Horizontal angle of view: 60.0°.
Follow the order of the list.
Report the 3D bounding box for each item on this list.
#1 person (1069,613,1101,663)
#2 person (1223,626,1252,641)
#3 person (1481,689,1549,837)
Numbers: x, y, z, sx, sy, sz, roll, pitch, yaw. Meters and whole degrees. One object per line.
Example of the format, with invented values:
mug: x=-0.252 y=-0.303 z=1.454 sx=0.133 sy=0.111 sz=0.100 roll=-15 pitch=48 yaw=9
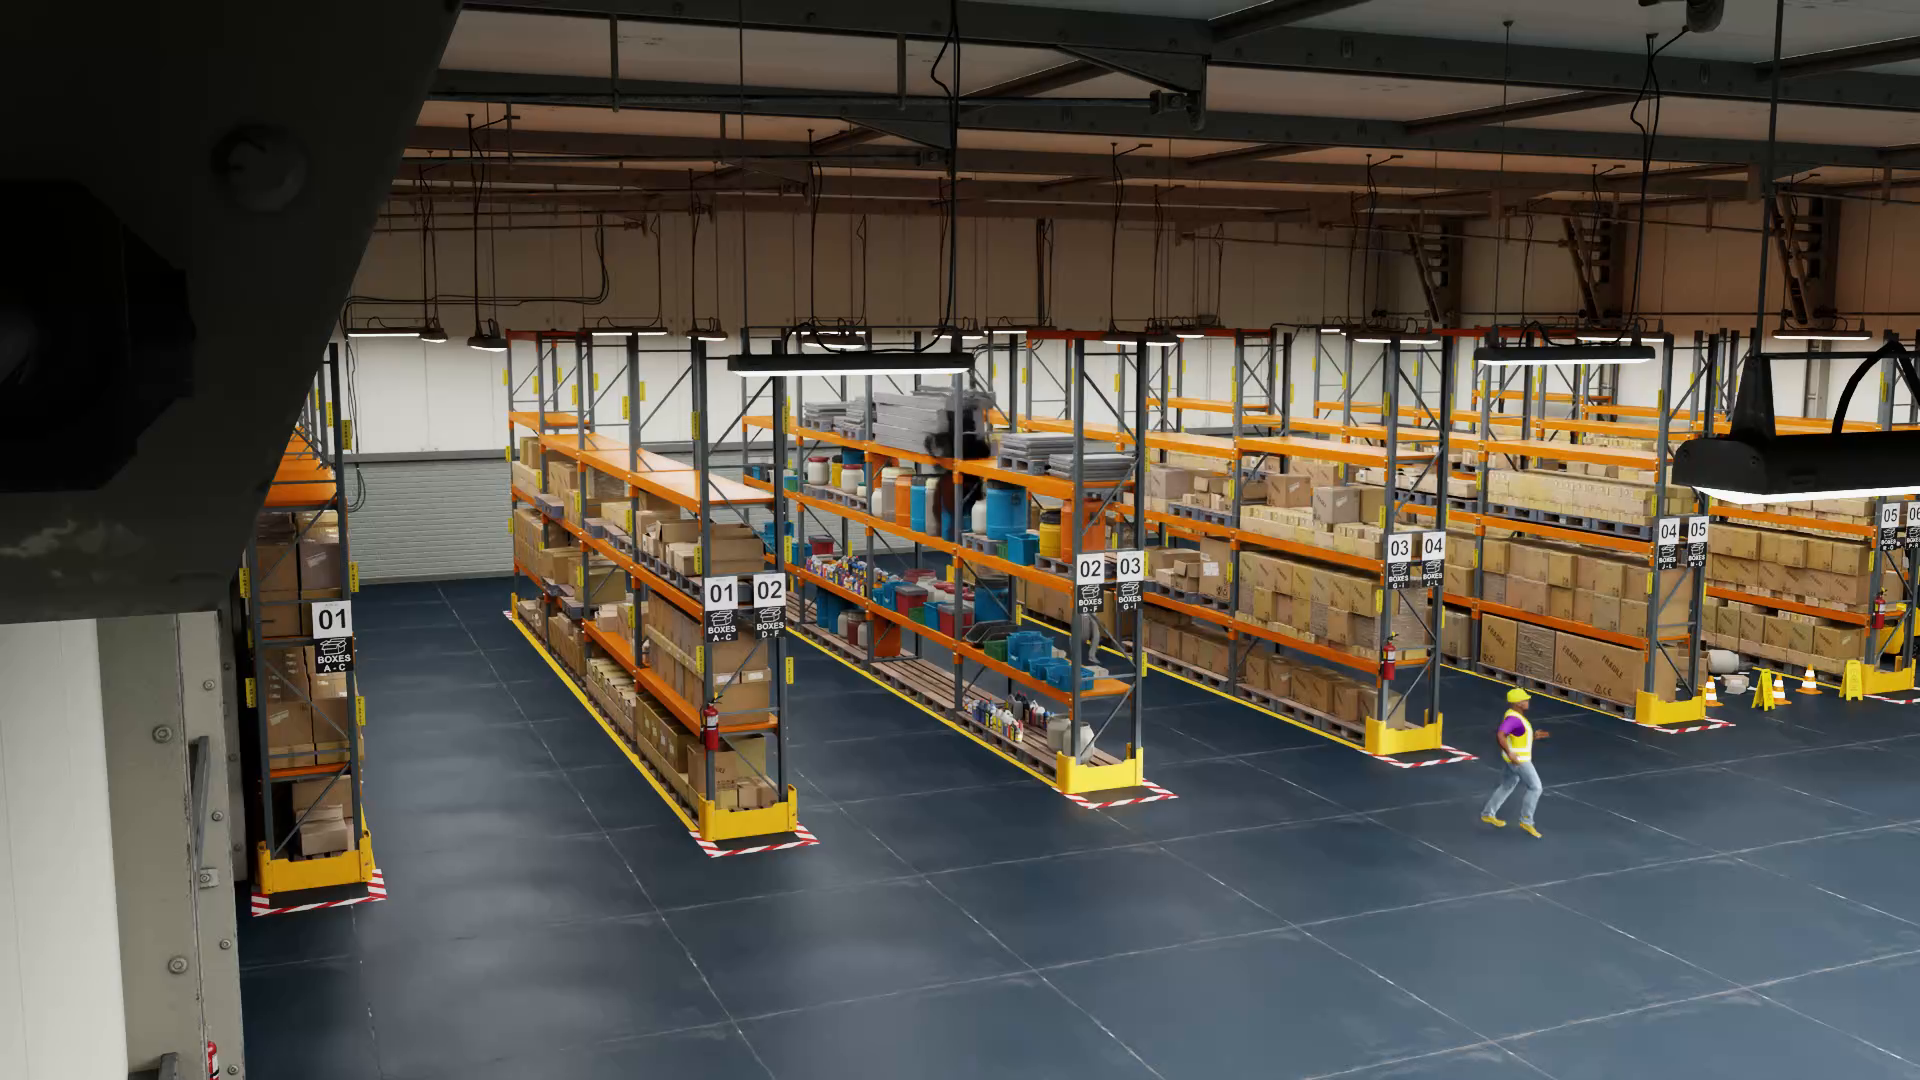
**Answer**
person: x=2.330 y=1.381 z=30.430 sx=0.579 sy=1.682 sz=0.764 roll=-5 pitch=9 yaw=-33
person: x=5.381 y=1.229 z=31.757 sx=0.608 sy=1.628 sz=0.760 roll=-5 pitch=9 yaw=-32
person: x=6.789 y=2.708 z=20.280 sx=0.765 sy=1.820 sz=0.677 roll=1 pitch=8 yaw=7
